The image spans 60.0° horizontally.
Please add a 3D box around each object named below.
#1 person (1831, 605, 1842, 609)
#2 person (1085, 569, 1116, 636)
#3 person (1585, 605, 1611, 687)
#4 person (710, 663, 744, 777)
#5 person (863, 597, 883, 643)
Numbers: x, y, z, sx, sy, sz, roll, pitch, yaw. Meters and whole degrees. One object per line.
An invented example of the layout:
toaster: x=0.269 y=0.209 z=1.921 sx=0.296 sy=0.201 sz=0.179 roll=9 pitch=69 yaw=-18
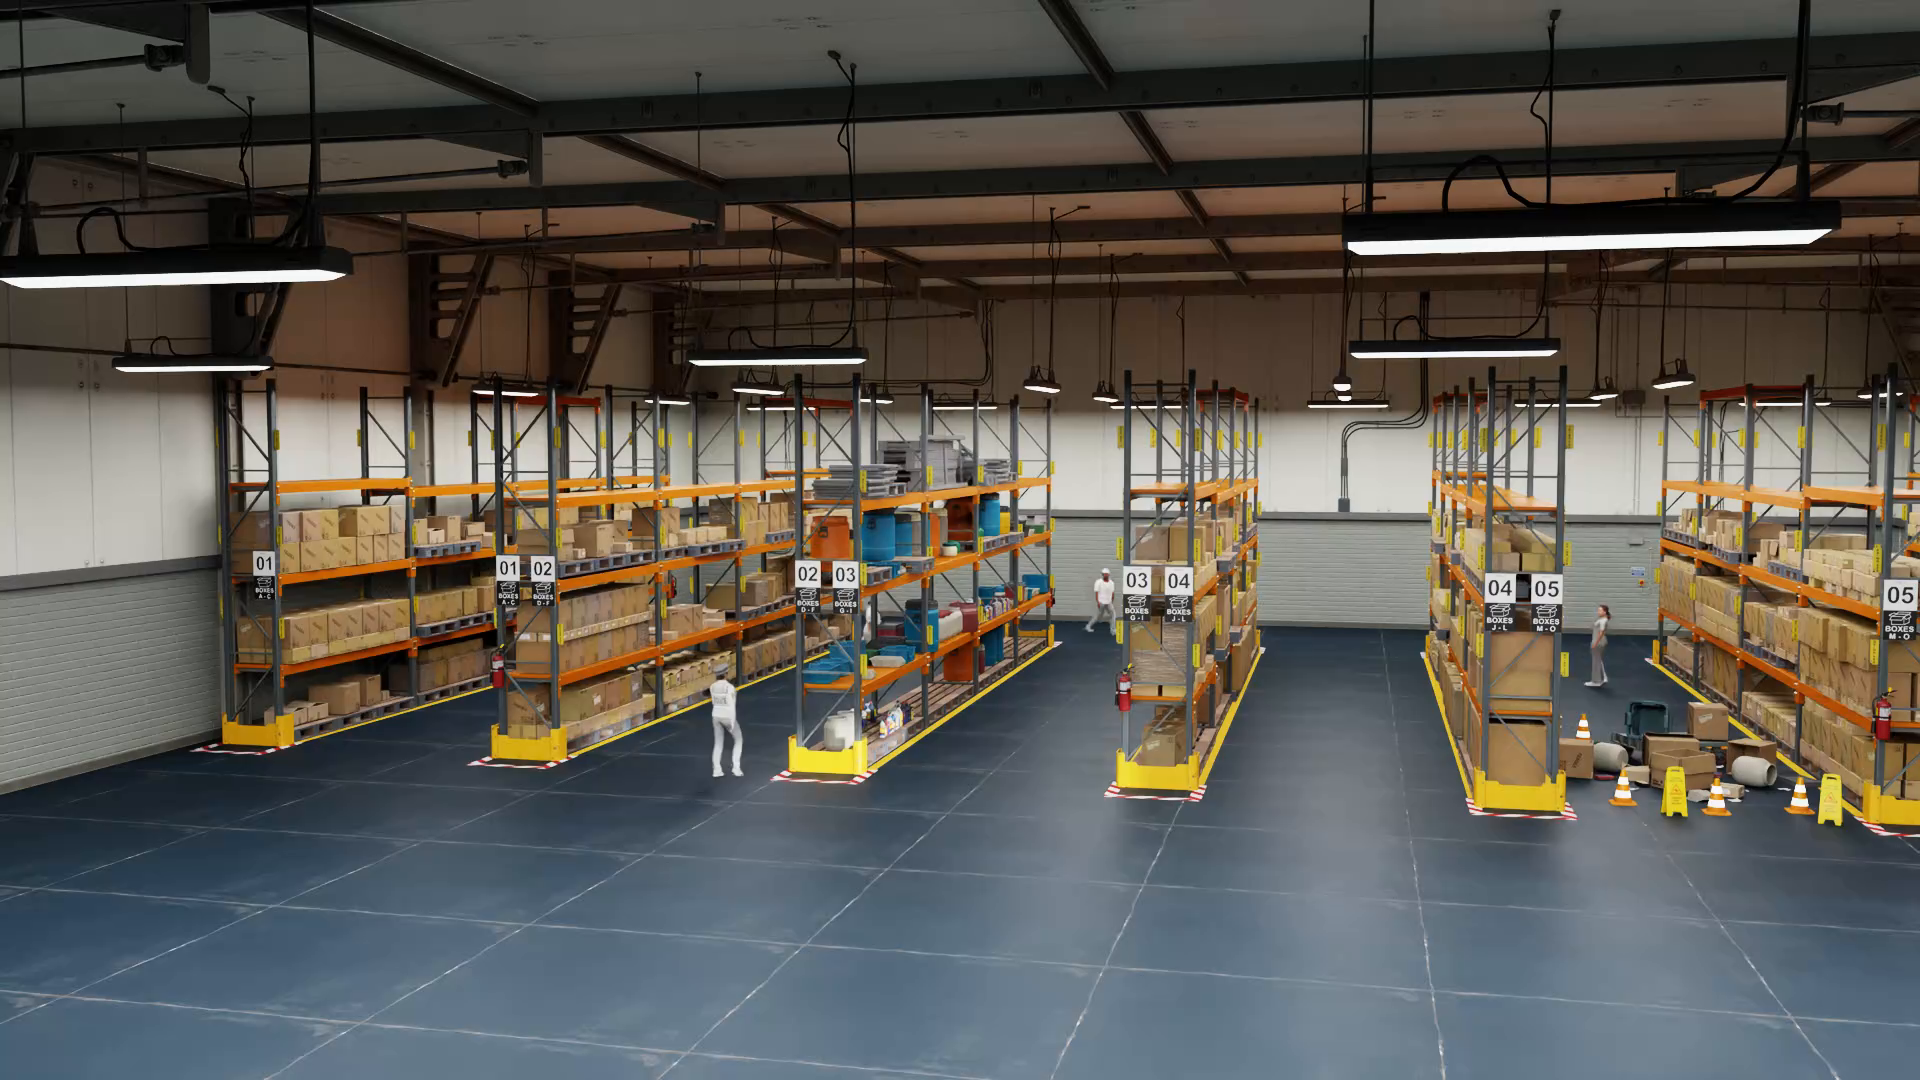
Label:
person: x=18.032 y=2.149 z=34.332 sx=0.385 sy=1.741 sz=0.479 roll=3 pitch=5 yaw=42
person: x=3.683 y=1.592 z=42.617 sx=1.000 sy=1.726 sz=0.653 roll=3 pitch=4 yaw=37
person: x=12.945 y=2.146 z=33.724 sx=0.475 sy=1.678 sz=0.491 roll=3 pitch=5 yaw=41
person: x=-3.483 y=2.691 z=24.700 sx=0.493 sy=1.739 sz=0.538 roll=2 pitch=4 yaw=28
person: x=-1.841 y=2.028 z=35.323 sx=0.440 sy=1.665 sz=0.533 roll=0 pitch=3 yaw=3
